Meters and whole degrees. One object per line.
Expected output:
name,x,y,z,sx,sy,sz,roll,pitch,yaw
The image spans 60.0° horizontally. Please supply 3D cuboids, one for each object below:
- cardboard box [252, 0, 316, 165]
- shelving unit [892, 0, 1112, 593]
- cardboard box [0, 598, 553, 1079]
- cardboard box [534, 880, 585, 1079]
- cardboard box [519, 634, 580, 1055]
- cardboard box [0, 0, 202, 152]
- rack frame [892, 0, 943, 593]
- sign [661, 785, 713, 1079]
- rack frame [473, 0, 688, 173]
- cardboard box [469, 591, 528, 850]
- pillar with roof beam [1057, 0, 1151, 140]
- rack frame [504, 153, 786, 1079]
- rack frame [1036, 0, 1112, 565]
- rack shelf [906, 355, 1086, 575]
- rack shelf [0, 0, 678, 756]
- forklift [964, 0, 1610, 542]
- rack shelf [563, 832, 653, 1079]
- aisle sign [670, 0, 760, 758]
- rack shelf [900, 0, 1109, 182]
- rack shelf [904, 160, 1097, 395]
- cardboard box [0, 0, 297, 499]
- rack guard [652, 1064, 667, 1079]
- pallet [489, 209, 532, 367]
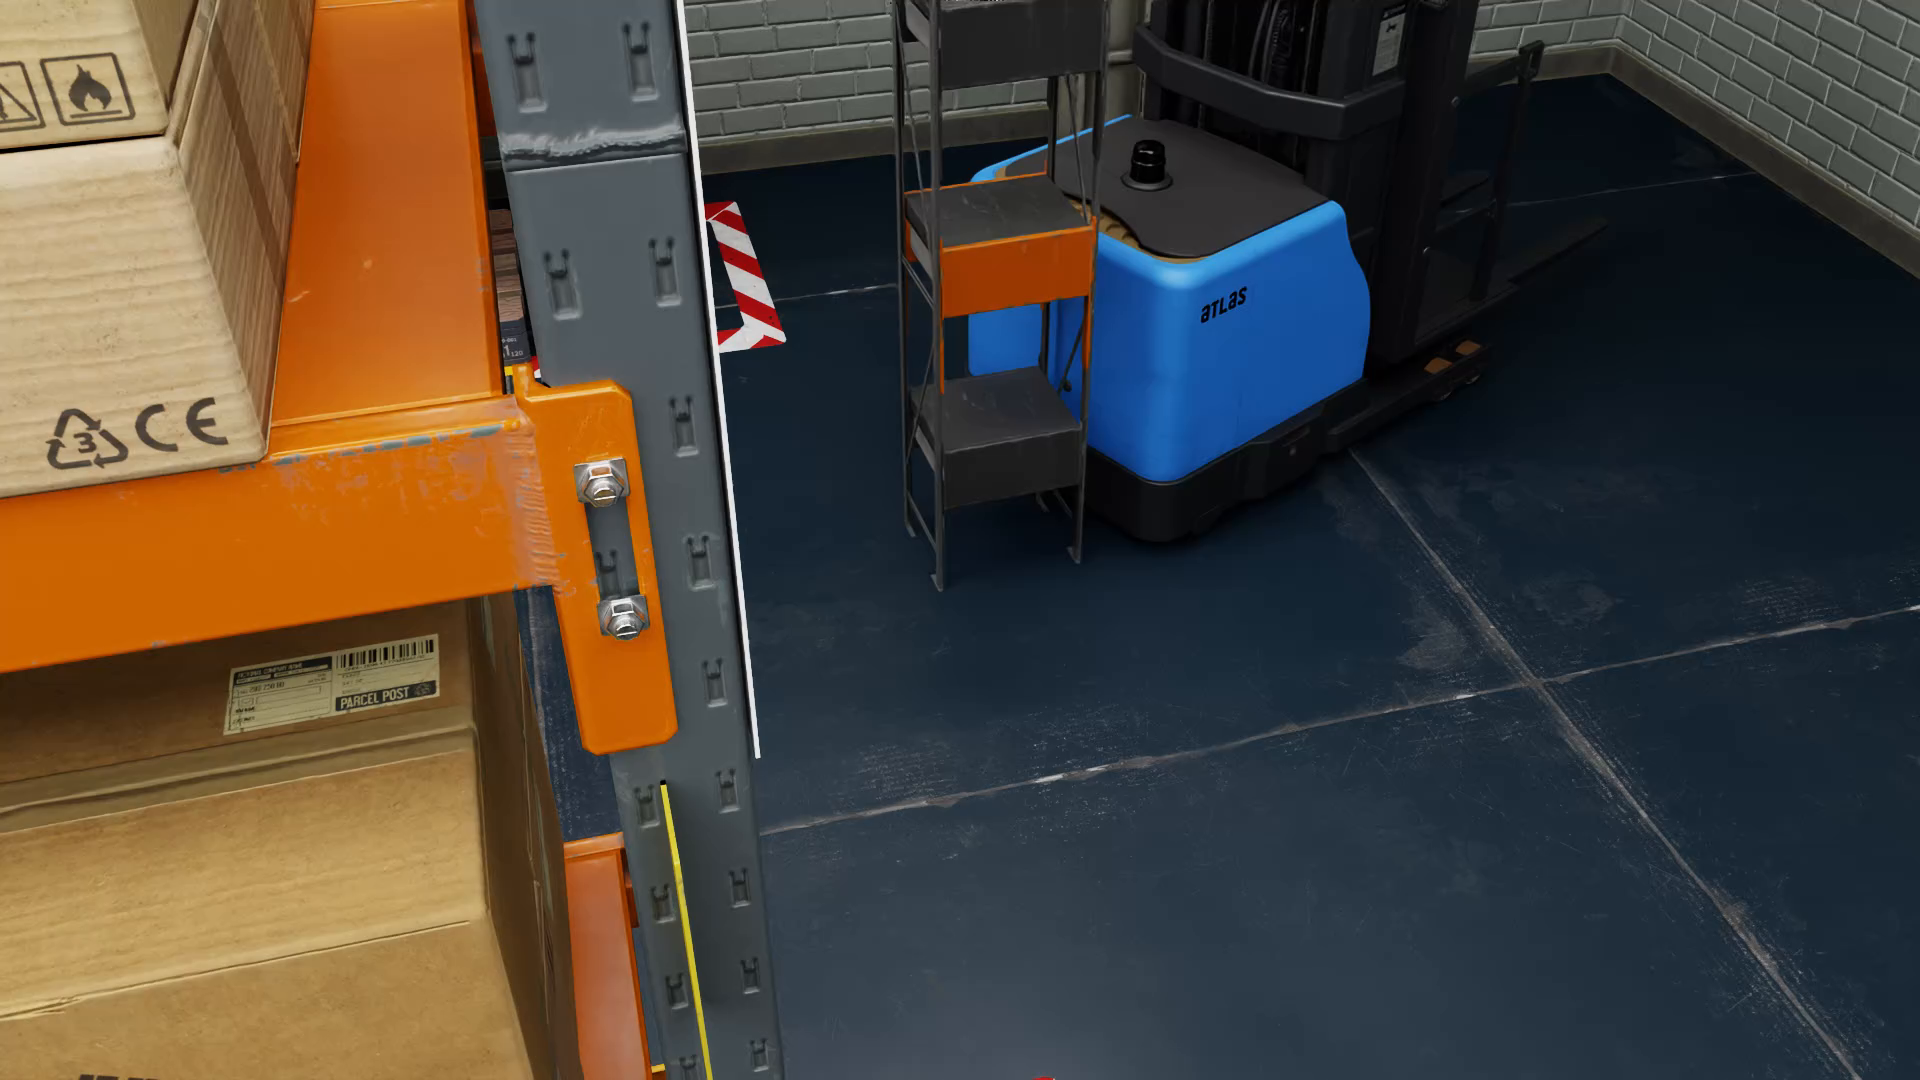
cardboard box,-0.945,-0.564,1.673,0.500,0.250,0.500,-9,38,-12
shelving unit,0.107,-0.820,5.094,0.503,2.100,0.431,-11,39,-14
cardboard box,-0.741,0.431,1.813,0.500,0.500,0.500,-10,38,-12
cardboard box,-0.744,0.827,2.118,0.500,0.500,0.500,-8,38,-11
cardboard box,-0.880,0.512,2.530,0.500,0.500,0.500,-9,38,-11
cardboard box,-0.812,-0.464,1.130,0.500,0.250,0.500,-9,38,-12
rack frame,-0.125,-0.774,5.033,0.015,2.100,0.400,-11,39,-14
sign,-0.257,0.379,1.573,0.005,0.325,0.100,-9,38,-12
rack frame,-0.383,-1.747,0.627,0.127,3.000,1.000,-9,38,-12
cardboard box,-0.880,0.115,2.226,0.500,0.500,0.500,-8,38,-11
pillar with roof beam,1.826,-3.062,2.346,0.400,9.000,9.100,-9,38,-12
rack frame,-0.383,0.636,2.450,0.127,3.000,1.000,-9,38,-12
rack frame,0.339,-0.866,5.154,0.015,2.100,0.400,-11,39,-14
rack shelf,0.107,-0.253,5.527,0.480,0.518,0.431,-11,39,-14
rack shelf,-2.313,0.047,1.343,4.000,0.370,1.077,-9,38,-12
forklift,1.456,-1.918,5.845,3.031,2.935,1.130,-28,45,-32
rack shelf,-2.313,1.238,2.254,4.000,0.370,1.077,-9,38,-12
aisle sign,-0.237,-0.228,1.439,0.004,0.787,0.394,-9,38,-12
rack shelf,0.107,-1.365,4.677,0.480,0.518,0.431,-11,39,-14
rack shelf,0.107,-0.809,5.102,0.480,0.518,0.431,-11,39,-14
cardboard box,-0.810,-0.260,1.276,0.500,0.250,0.500,-9,38,-12
rack guard,-0.456,1.641,3.194,0.348,0.500,1.175,-9,38,-12
pallet,-2.429,-0.989,6.869,1.213,0.211,1.003,-9,38,-12
